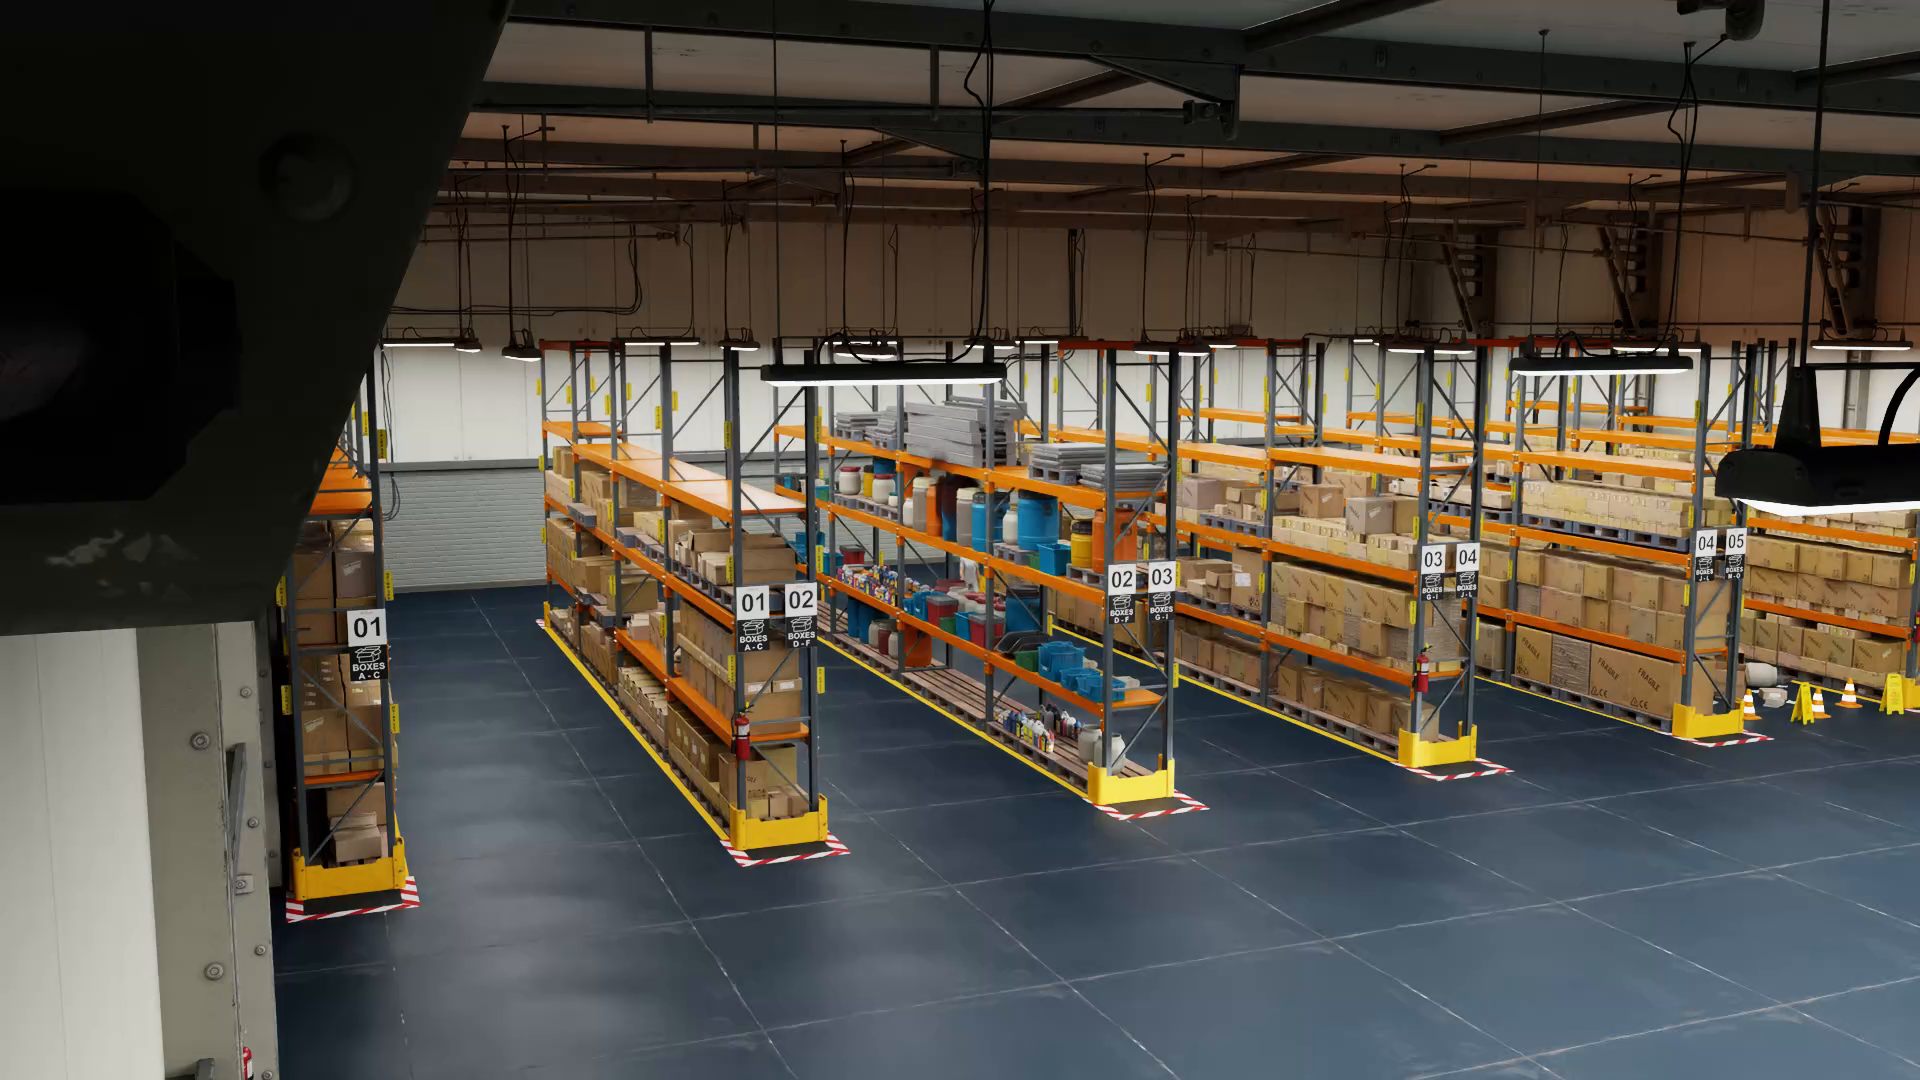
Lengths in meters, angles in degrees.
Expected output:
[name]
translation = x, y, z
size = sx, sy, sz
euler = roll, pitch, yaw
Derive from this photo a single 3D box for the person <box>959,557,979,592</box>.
[person]
translation = 0.199, 0.893, 35.649
size = 0.502, 1.626, 0.978
euler = -4, 8, -27
